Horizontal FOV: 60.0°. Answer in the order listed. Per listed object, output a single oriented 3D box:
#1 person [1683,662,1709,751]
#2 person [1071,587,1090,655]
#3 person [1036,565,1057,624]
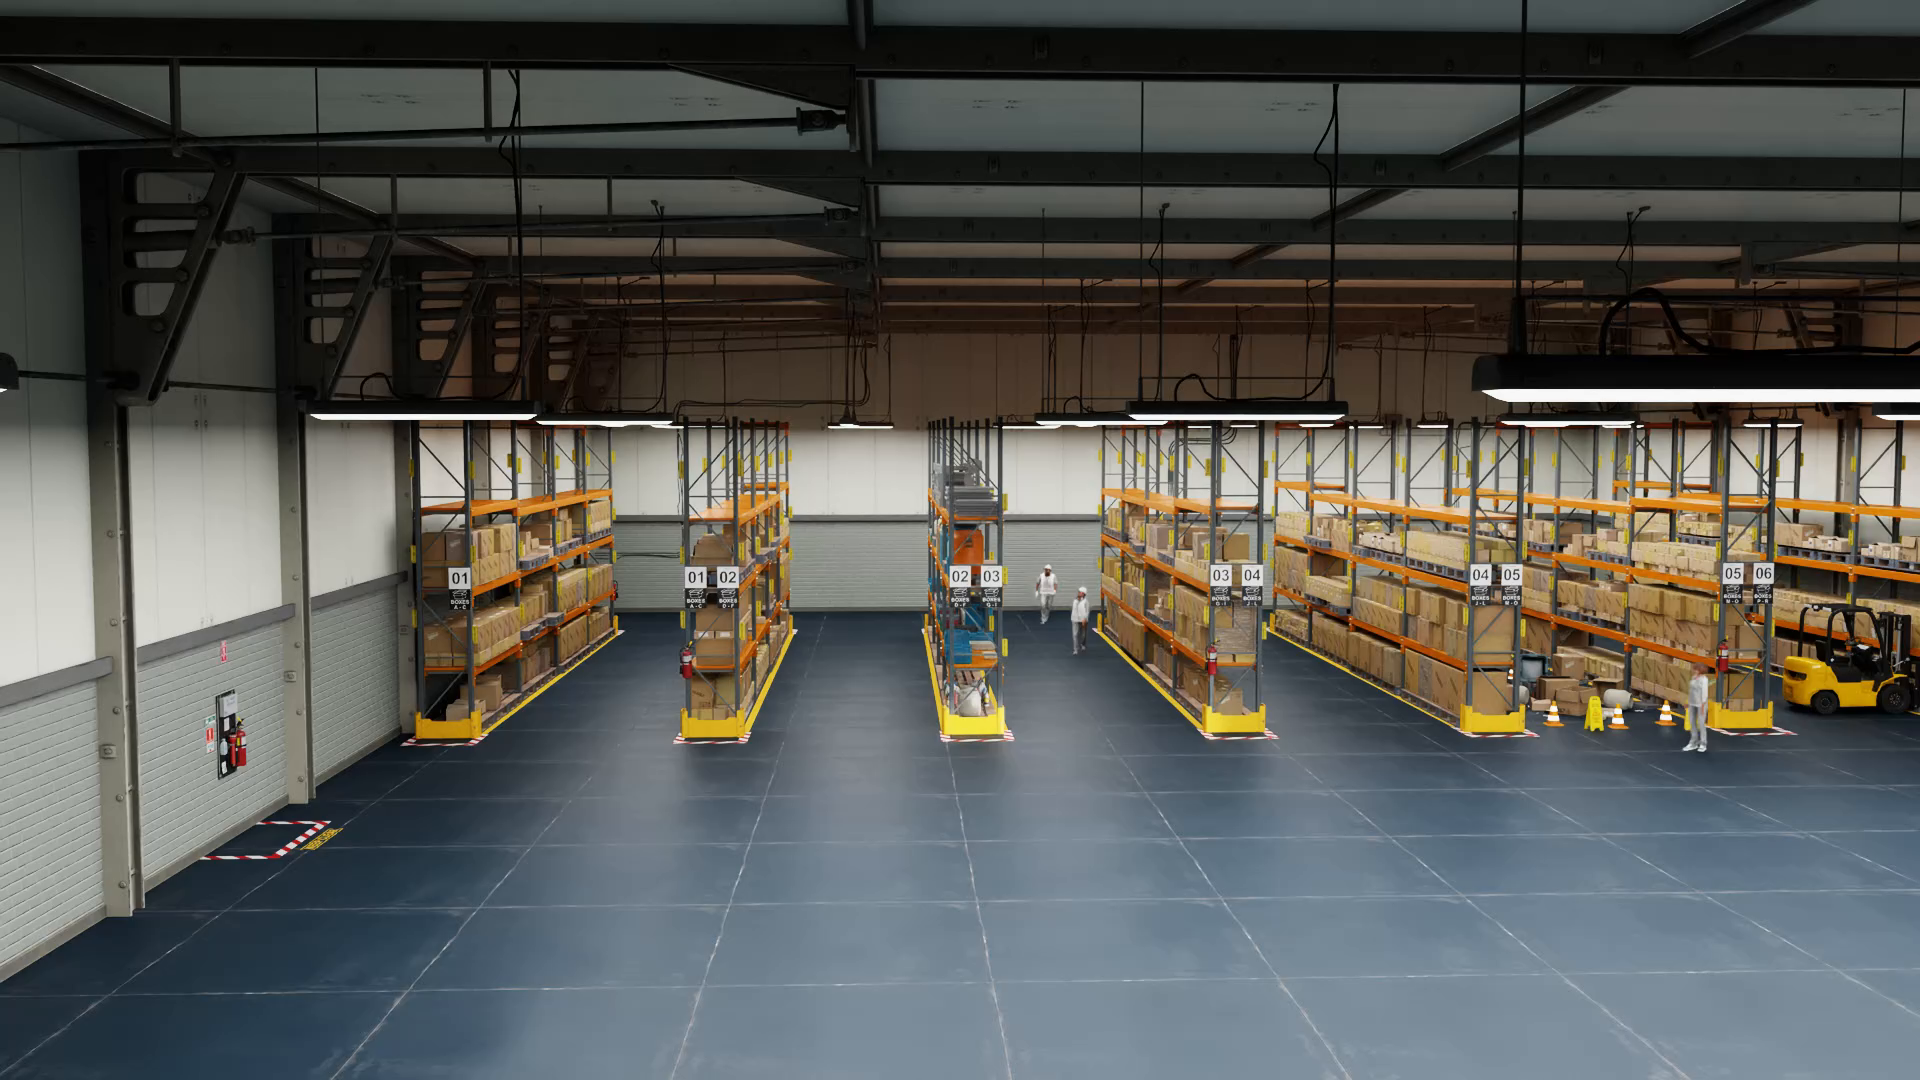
[{"bbox_3d":[13.205,2.985,29.793,0.364,1.622,0.492,-2,4,-25],"label":"person"},{"bbox_3d":[3.083,2.072,42.623,0.482,1.717,1.059,0,4,4],"label":"person"},{"bbox_3d":[2.597,1.650,49.739,0.626,1.826,0.815,0,4,-3],"label":"person"}]
